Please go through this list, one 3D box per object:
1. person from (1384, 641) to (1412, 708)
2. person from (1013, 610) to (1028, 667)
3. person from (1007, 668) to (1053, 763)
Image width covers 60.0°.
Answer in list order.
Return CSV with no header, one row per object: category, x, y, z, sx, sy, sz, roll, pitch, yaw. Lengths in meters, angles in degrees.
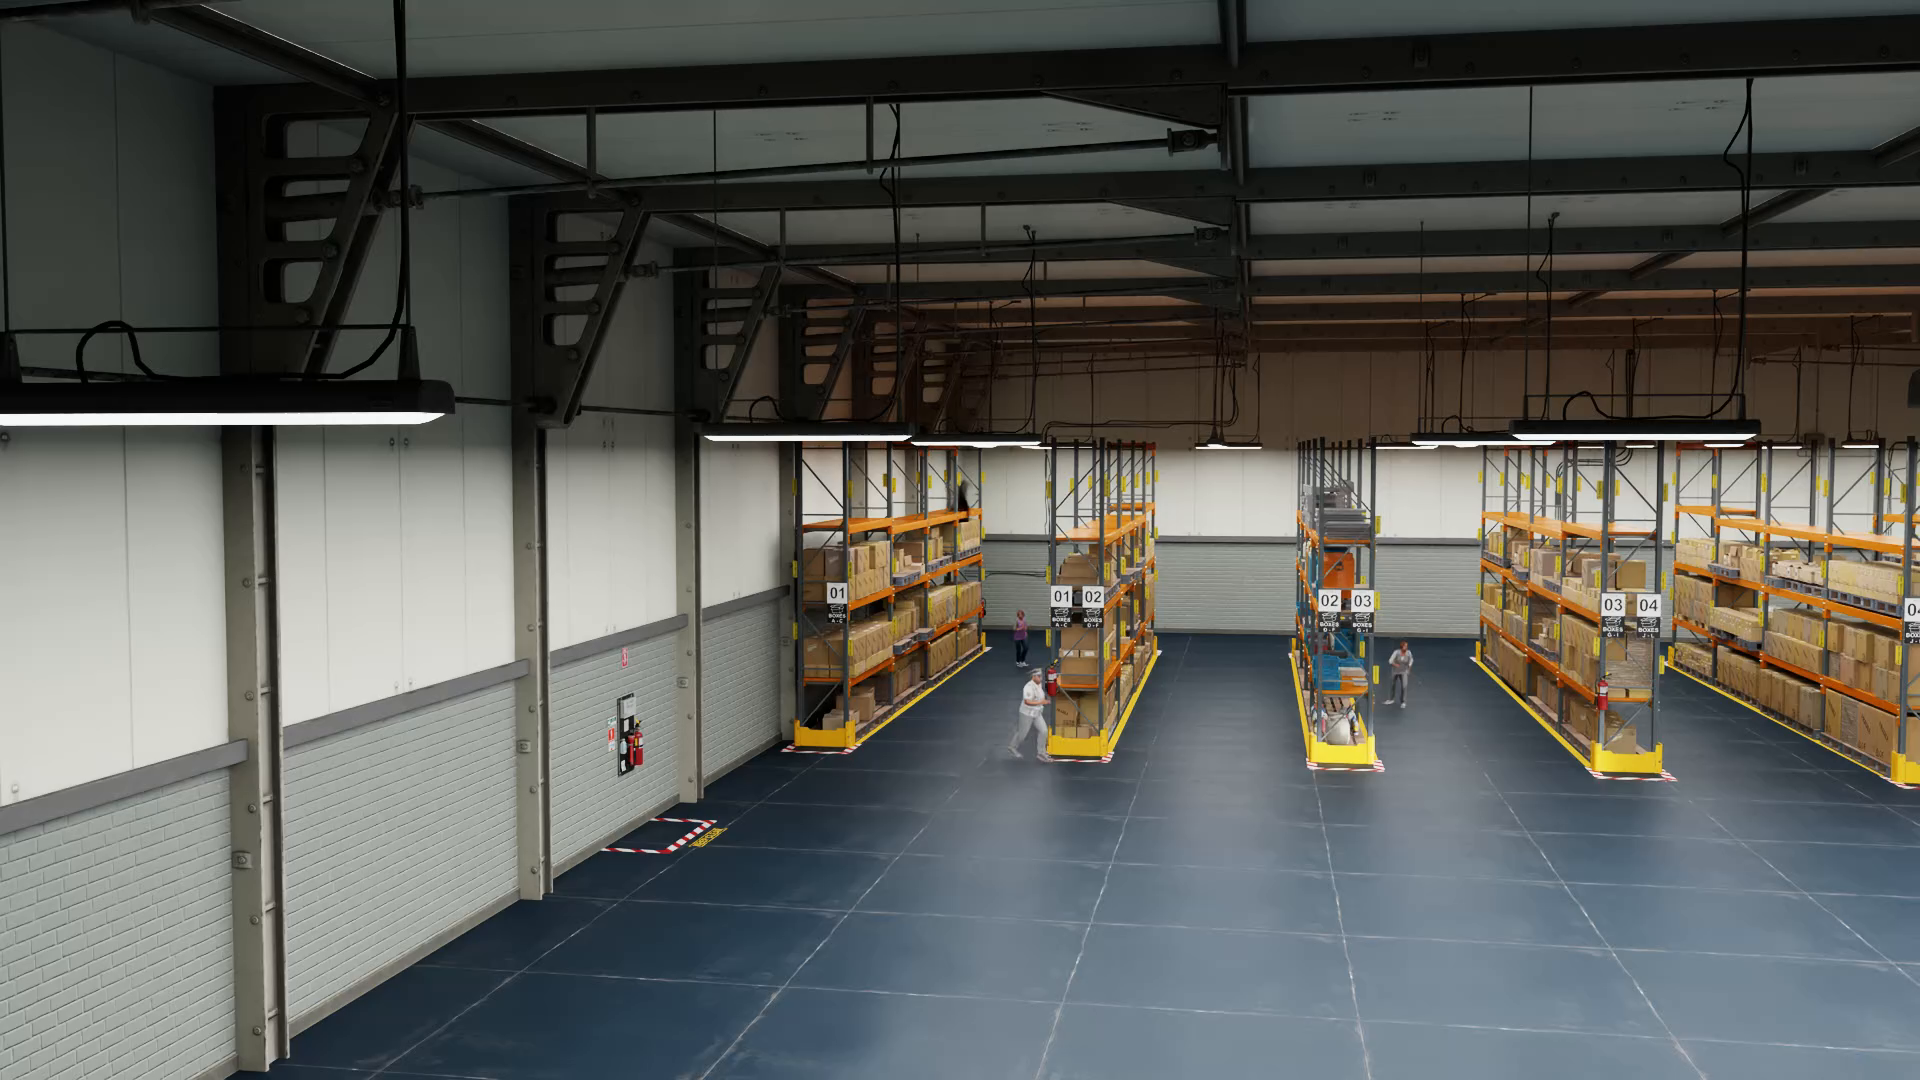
person,9.844,3.007,37.348,0.603,1.530,0.802,1,3,16
person,1.578,2.620,44.064,0.480,1.557,0.806,-1,3,-15
person,1.300,3.231,30.729,0.994,1.772,0.675,2,4,38
